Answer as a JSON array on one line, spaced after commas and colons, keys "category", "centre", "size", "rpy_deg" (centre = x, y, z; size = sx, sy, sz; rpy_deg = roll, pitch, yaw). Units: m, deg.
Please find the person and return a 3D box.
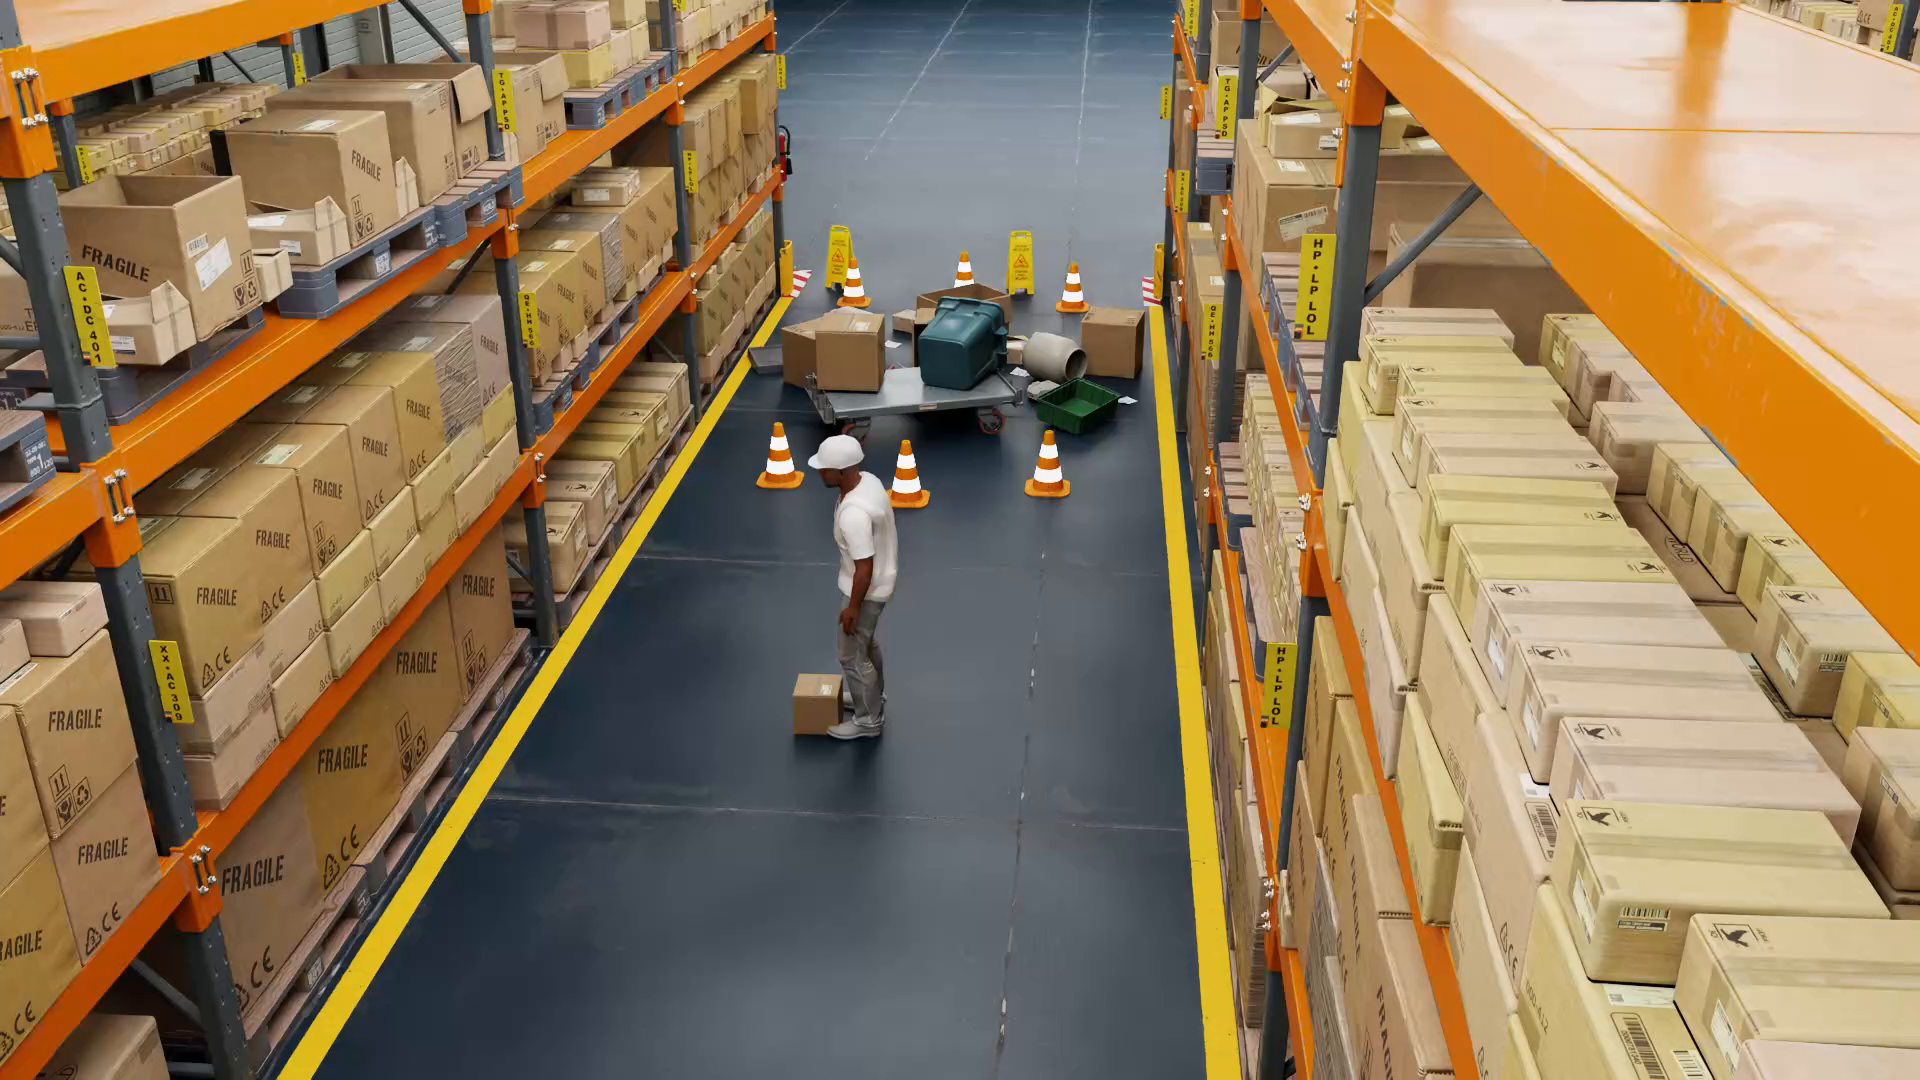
[{"category": "person", "centre": [-0.564, 0.248, 9.041], "size": [0.461, 1.755, 0.631], "rpy_deg": [0, 24, 1]}]
